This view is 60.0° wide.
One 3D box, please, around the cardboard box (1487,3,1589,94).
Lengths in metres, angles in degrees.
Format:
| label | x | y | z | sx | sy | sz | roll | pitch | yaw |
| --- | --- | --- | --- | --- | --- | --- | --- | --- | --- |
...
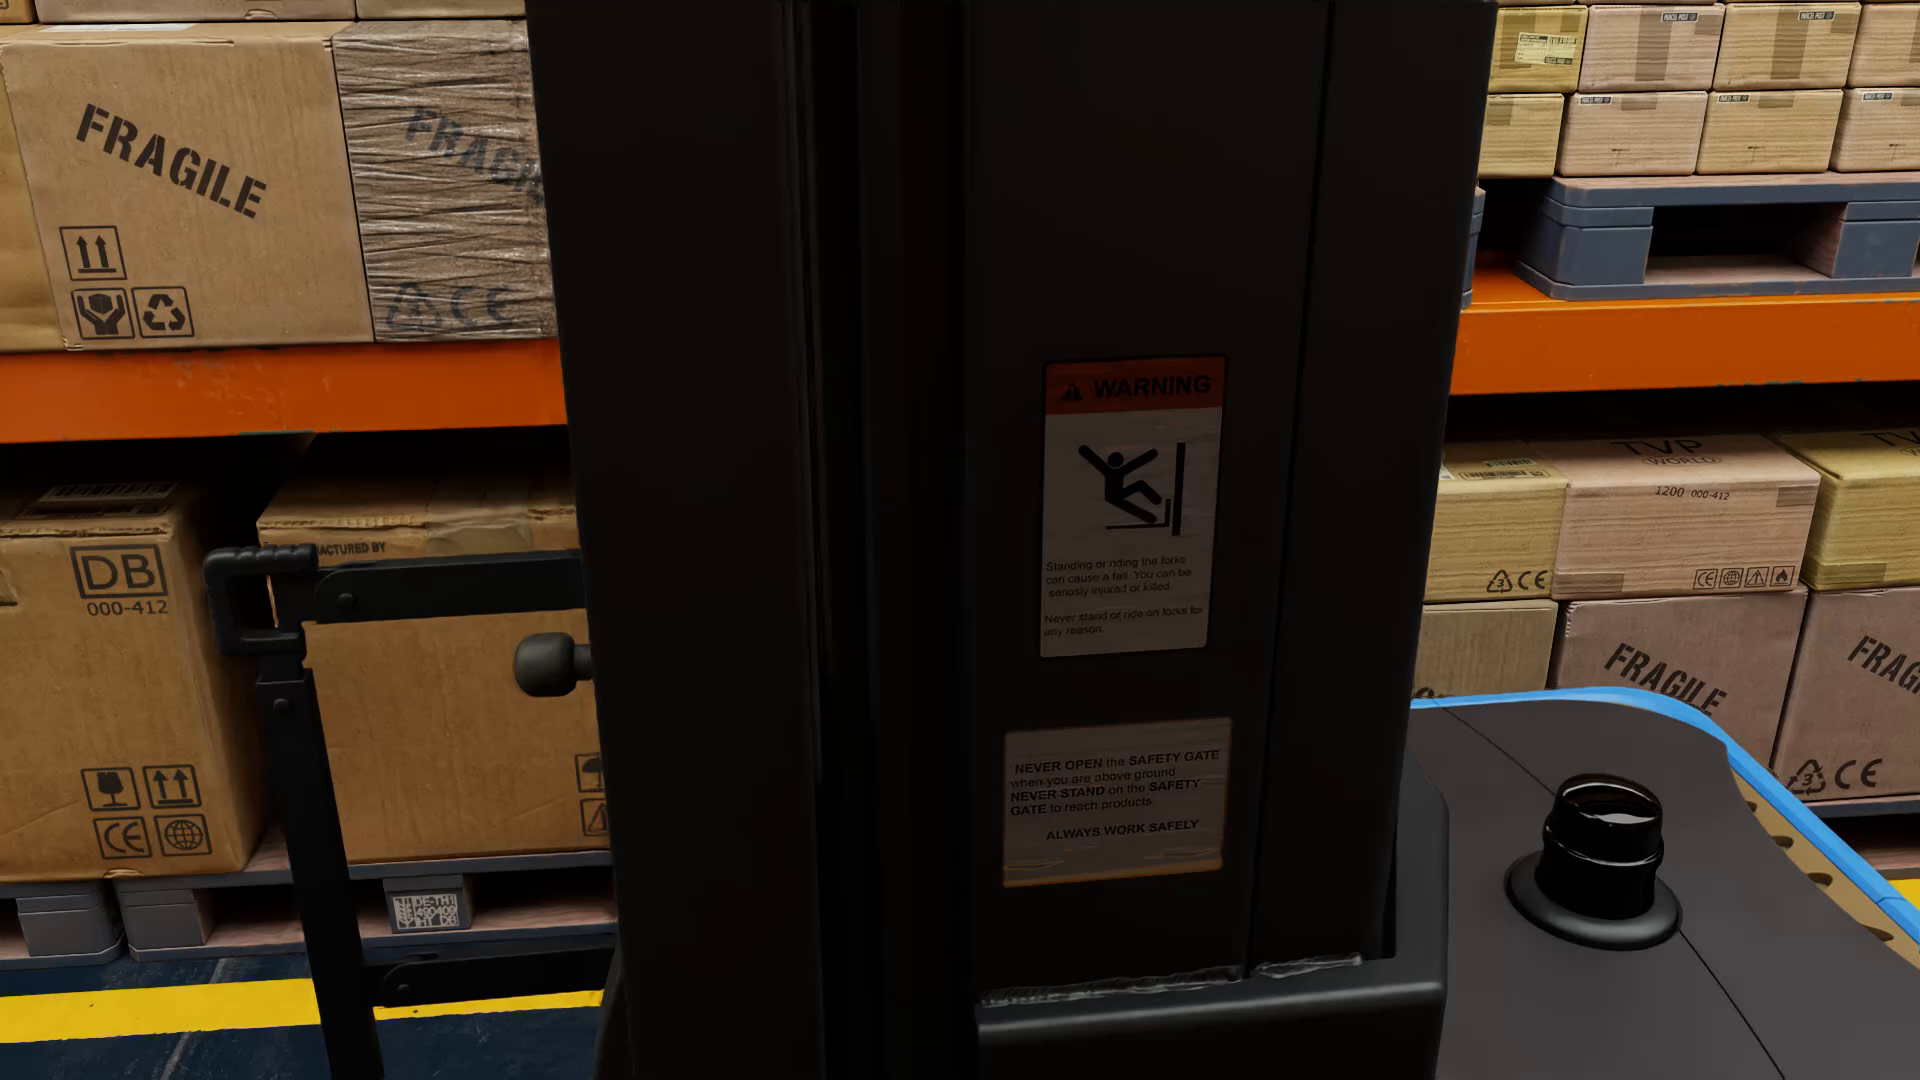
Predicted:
| label | x | y | z | sx | sy | sz | roll | pitch | yaw |
| --- | --- | --- | --- | --- | --- | --- | --- | --- | --- |
| cardboard box | 0.954 | -0.931 | 3.078 | 0.250 | 0.149 | 0.380 | -2 | 24 | -5 |

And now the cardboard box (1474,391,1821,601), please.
| label | x | y | z | sx | sy | sz | roll | pitch | yaw |
| --- | --- | --- | --- | --- | --- | --- | --- | --- | --- |
| cardboard box | 1.375 | -0.103 | 3.426 | 0.500 | 0.250 | 0.500 | -2 | 24 | -5 |

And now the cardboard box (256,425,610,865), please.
| label | x | y | z | sx | sy | sz | roll | pitch | yaw |
| --- | --- | --- | --- | --- | --- | --- | --- | --- | --- |
| cardboard box | -0.948 | 0.078 | 3.635 | 0.750 | 0.750 | 1.050 | -3 | 24 | -6 |

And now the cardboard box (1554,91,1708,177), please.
| label | x | y | z | sx | sy | sz | roll | pitch | yaw |
| --- | --- | --- | --- | --- | --- | --- | --- | --- | --- |
| cardboard box | 1.201 | -0.804 | 3.159 | 0.250 | 0.149 | 0.380 | -2 | 24 | -3 |

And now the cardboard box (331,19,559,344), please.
| label | x | y | z | sx | sy | sz | roll | pitch | yaw |
| --- | --- | --- | --- | --- | --- | --- | --- | --- | --- |
| cardboard box | -0.755 | -0.665 | 2.931 | 0.500 | 0.500 | 0.500 | -2 | 24 | -5 |

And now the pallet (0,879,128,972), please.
| label | x | y | z | sx | sy | sz | roll | pitch | yaw |
| --- | --- | --- | --- | --- | --- | --- | --- | --- | --- |
| pallet | -2.336 | 0.576 | 3.693 | 1.213 | 0.211 | 1.003 | -2 | 24 | -5 |

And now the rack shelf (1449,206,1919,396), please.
| label | x | y | z | sx | sy | sz | roll | pitch | yaw |
| --- | --- | --- | --- | --- | --- | --- | --- | --- | --- |
| rack shelf | 1.657 | -0.497 | 3.562 | 4.000 | 0.370 | 1.077 | -2 | 24 | -5 |

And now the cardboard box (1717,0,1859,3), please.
| label | x | y | z | sx | sy | sz | roll | pitch | yaw |
| --- | --- | --- | --- | --- | --- | --- | --- | --- | --- |
| cardboard box | 1.454 | -1.089 | 3.066 | 0.250 | 0.149 | 0.380 | -2 | 24 | -4 |

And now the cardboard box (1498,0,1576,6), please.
| label | x | y | z | sx | sy | sz | roll | pitch | yaw |
| --- | --- | --- | --- | --- | --- | --- | --- | --- | --- |
| cardboard box | 0.921 | -1.066 | 3.014 | 0.250 | 0.149 | 0.380 | -3 | 24 | -7 |

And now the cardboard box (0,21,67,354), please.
| label | x | y | z | sx | sy | sz | roll | pitch | yaw |
| --- | --- | --- | --- | --- | --- | --- | --- | --- | --- |
| cardboard box | -1.749 | -0.626 | 2.843 | 0.500 | 0.500 | 0.500 | -3 | 24 | -6 |

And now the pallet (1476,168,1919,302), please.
| label | x | y | z | sx | sy | sz | roll | pitch | yaw |
| --- | --- | --- | --- | --- | --- | --- | --- | --- | --- |
| pallet | 1.633 | -0.754 | 3.490 | 1.213 | 0.211 | 1.003 | -2 | 24 | -5 |

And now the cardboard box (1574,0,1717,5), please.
| label | x | y | z | sx | sy | sz | roll | pitch | yaw |
| --- | --- | --- | --- | --- | --- | --- | --- | --- | --- |
| cardboard box | 1.190 | -1.077 | 3.040 | 0.250 | 0.149 | 0.380 | -1 | 24 | -3 |

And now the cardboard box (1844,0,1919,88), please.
| label | x | y | z | sx | sy | sz | roll | pitch | yaw |
| --- | --- | --- | --- | --- | --- | --- | --- | --- | --- |
| cardboard box | 1.717 | -0.962 | 3.147 | 0.250 | 0.149 | 0.380 | -1 | 24 | -3 |

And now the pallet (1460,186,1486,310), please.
| label | x | y | z | sx | sy | sz | roll | pitch | yaw |
| --- | --- | --- | --- | --- | --- | --- | --- | --- | --- |
| pallet | 0.366 | -0.730 | 3.436 | 1.003 | 0.211 | 1.213 | -2 | 24 | -5 |

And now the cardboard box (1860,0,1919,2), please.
| label | x | y | z | sx | sy | sz | roll | pitch | yaw |
| --- | --- | --- | --- | --- | --- | --- | --- | --- | --- |
| cardboard box | 1.702 | -1.097 | 3.085 | 0.250 | 0.149 | 0.380 | -3 | 24 | -6 |

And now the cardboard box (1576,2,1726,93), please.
| label | x | y | z | sx | sy | sz | roll | pitch | yaw |
| --- | --- | --- | --- | --- | --- | --- | --- | --- | --- |
| cardboard box | 1.202 | -0.941 | 3.100 | 0.250 | 0.149 | 0.380 | -2 | 24 | -5 |

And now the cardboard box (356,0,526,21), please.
| label | x | y | z | sx | sy | sz | roll | pitch | yaw |
| --- | --- | --- | --- | --- | --- | --- | --- | --- | --- |
| cardboard box | -0.781 | -1.235 | 2.981 | 0.500 | 0.500 | 0.700 | -2 | 24 | -5 |

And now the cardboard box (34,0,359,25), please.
| label | x | y | z | sx | sy | sz | roll | pitch | yaw |
| --- | --- | --- | --- | --- | --- | --- | --- | --- | --- |
| cardboard box | -1.284 | -1.214 | 2.935 | 0.500 | 0.500 | 0.700 | -3 | 24 | -6 |

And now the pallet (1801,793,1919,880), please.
| label | x | y | z | sx | sy | sz | roll | pitch | yaw |
| --- | --- | --- | --- | --- | --- | --- | --- | --- | --- |
| pallet | 1.656 | 0.450 | 3.978 | 1.213 | 0.211 | 1.003 | -2 | 24 | -5 |

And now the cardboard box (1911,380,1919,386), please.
| label | x | y | z | sx | sy | sz | roll | pitch | yaw |
| --- | --- | --- | --- | --- | --- | --- | --- | --- | --- |
| cardboard box | 2.357 | -0.353 | 3.989 | 0.500 | 0.250 | 0.500 | -2 | 24 | -4 |

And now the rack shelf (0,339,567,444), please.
| label | x | y | z | sx | sy | sz | roll | pitch | yaw |
| --- | --- | --- | --- | --- | --- | --- | --- | --- | --- |
| rack shelf | -2.323 | -0.338 | 3.202 | 4.000 | 0.370 | 1.077 | -2 | 24 | -5 |

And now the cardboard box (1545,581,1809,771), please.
| label | x | y | z | sx | sy | sz | roll | pitch | yaw |
| --- | --- | --- | --- | --- | --- | --- | --- | --- | --- |
| cardboard box | 1.406 | 0.235 | 3.589 | 0.500 | 0.500 | 0.500 | -3 | 24 | -6 |

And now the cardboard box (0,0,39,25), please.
| label | x | y | z | sx | sy | sz | roll | pitch | yaw |
| --- | --- | --- | --- | --- | --- | --- | --- | --- | --- |
| cardboard box | -1.794 | -1.193 | 2.887 | 0.500 | 0.500 | 0.700 | -3 | 24 | -6 |

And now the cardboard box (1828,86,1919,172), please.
| label | x | y | z | sx | sy | sz | roll | pitch | yaw |
| --- | --- | --- | --- | --- | --- | --- | --- | --- | --- |
| cardboard box | 1.710 | -0.823 | 3.201 | 0.250 | 0.149 | 0.380 | -3 | 24 | -7 |

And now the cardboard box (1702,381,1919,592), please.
| label | x | y | z | sx | sy | sz | roll | pitch | yaw |
| --- | --- | --- | --- | --- | --- | --- | --- | --- | --- |
| cardboard box | 1.894 | -0.124 | 3.474 | 0.500 | 0.250 | 0.500 | -3 | 24 | -7 |

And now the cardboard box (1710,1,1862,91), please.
| label | x | y | z | sx | sy | sz | roll | pitch | yaw |
| --- | --- | --- | --- | --- | --- | --- | --- | --- | --- |
| cardboard box | 1.449 | -0.949 | 3.119 | 0.250 | 0.149 | 0.380 | -3 | 24 | -6 |

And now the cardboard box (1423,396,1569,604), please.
| label | x | y | z | sx | sy | sz | roll | pitch | yaw |
| --- | --- | --- | --- | --- | --- | --- | --- | --- | --- |
| cardboard box | 0.882 | -0.089 | 3.393 | 0.500 | 0.250 | 0.500 | -3 | 24 | -6 |

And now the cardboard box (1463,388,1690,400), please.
| label | x | y | z | sx | sy | sz | roll | pitch | yaw |
| --- | --- | --- | --- | --- | --- | --- | --- | --- | --- |
| cardboard box | 1.331 | -0.310 | 3.893 | 0.500 | 0.250 | 0.500 | -2 | 24 | -4 |

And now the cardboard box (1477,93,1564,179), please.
| label | x | y | z | sx | sy | sz | roll | pitch | yaw |
| --- | --- | --- | --- | --- | --- | --- | --- | --- | --- |
| cardboard box | 0.936 | -0.793 | 3.133 | 0.250 | 0.149 | 0.380 | -1 | 24 | -3 |

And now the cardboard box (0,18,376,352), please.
| label | x | y | z | sx | sy | sz | roll | pitch | yaw |
| --- | --- | --- | --- | --- | --- | --- | --- | --- | --- |
| cardboard box | -1.251 | -0.646 | 2.888 | 0.500 | 0.500 | 0.500 | -2 | 24 | -5 |

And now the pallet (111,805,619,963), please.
| label | x | y | z | sx | sy | sz | roll | pitch | yaw |
| --- | --- | --- | --- | --- | --- | --- | --- | --- | --- |
| pallet | -1.125 | 0.529 | 3.800 | 1.213 | 0.211 | 1.003 | -2 | 24 | -5 |

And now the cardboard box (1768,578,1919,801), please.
| label | x | y | z | sx | sy | sz | roll | pitch | yaw |
| --- | --- | --- | --- | --- | --- | --- | --- | --- | --- |
| cardboard box | 1.914 | 0.215 | 3.634 | 0.500 | 0.500 | 0.500 | -3 | 24 | -6 |

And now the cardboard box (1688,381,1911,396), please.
| label | x | y | z | sx | sy | sz | roll | pitch | yaw |
| --- | --- | --- | --- | --- | --- | --- | --- | --- | --- |
| cardboard box | 1.849 | -0.335 | 3.947 | 0.500 | 0.250 | 0.500 | -1 | 24 | -3 |

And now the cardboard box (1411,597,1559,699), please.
| label | x | y | z | sx | sy | sz | roll | pitch | yaw |
| --- | --- | --- | --- | --- | --- | --- | --- | --- | --- |
| cardboard box | 0.896 | 0.257 | 3.538 | 0.500 | 0.500 | 0.500 | -2 | 24 | -5 |

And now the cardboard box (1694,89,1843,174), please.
| label | x | y | z | sx | sy | sz | roll | pitch | yaw |
| --- | --- | --- | --- | --- | --- | --- | --- | --- | --- |
| cardboard box | 1.451 | -0.813 | 3.179 | 0.250 | 0.149 | 0.380 | -2 | 24 | -4 |

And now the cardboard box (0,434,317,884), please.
| label | x | y | z | sx | sy | sz | roll | pitch | yaw |
| --- | --- | --- | --- | --- | --- | --- | --- | --- | --- |
| cardboard box | -1.818 | 0.114 | 3.553 | 0.750 | 0.750 | 1.050 | -2 | 24 | -4 |
